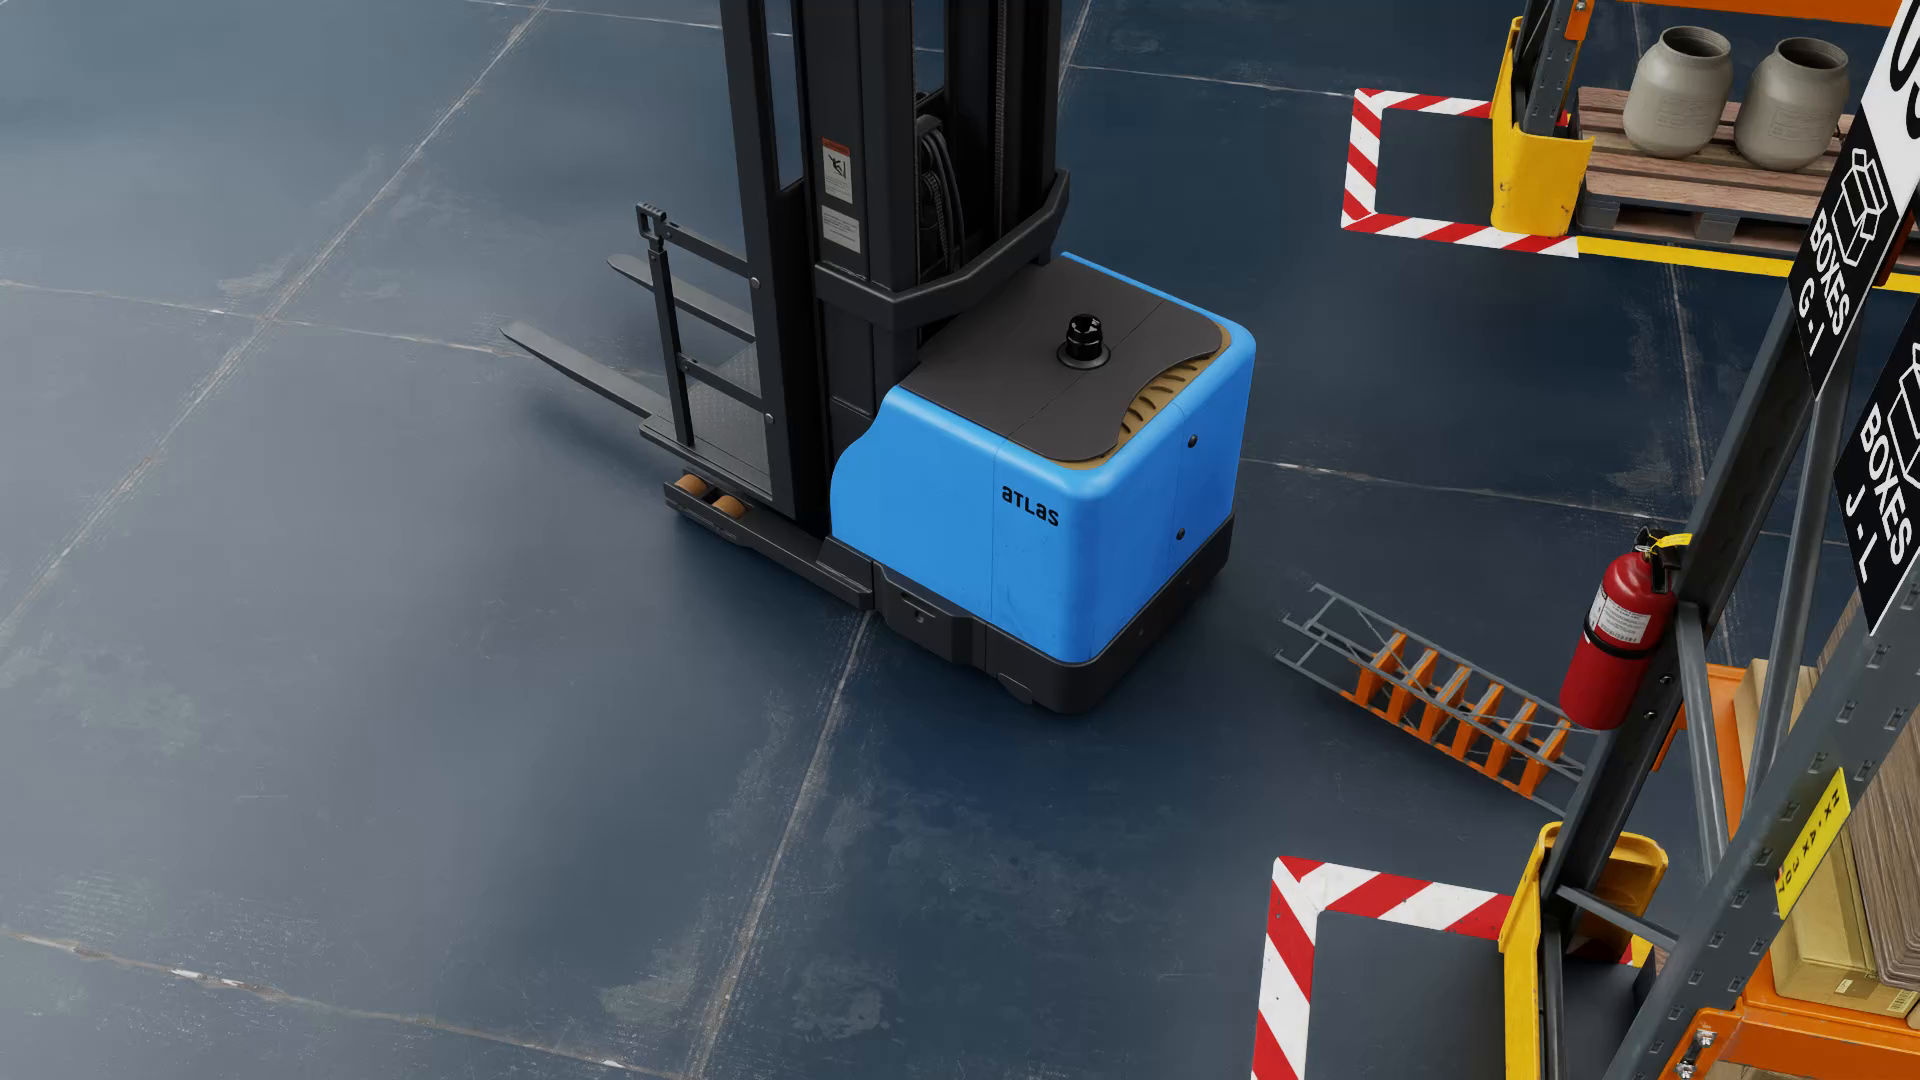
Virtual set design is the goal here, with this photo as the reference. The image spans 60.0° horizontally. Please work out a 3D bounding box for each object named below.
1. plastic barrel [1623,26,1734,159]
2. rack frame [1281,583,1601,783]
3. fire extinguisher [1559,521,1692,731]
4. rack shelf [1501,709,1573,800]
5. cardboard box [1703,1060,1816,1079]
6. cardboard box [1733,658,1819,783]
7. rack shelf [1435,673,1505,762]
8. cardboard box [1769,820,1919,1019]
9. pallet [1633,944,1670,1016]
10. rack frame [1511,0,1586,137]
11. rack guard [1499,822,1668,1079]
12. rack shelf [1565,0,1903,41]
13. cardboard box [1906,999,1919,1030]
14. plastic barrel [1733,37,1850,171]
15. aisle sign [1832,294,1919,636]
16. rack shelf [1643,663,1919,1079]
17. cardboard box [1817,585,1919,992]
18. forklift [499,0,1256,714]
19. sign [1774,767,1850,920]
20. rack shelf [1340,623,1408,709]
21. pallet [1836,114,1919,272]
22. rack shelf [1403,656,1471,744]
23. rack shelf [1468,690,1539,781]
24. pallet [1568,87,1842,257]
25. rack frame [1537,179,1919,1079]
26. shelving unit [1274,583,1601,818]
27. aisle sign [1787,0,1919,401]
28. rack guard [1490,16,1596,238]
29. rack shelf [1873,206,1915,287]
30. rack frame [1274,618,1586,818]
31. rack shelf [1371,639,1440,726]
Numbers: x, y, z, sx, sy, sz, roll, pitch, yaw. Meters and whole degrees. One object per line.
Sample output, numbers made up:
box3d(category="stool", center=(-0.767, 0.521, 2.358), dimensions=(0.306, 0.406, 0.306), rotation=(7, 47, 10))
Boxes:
box3d(category="plastic barrel", center=(3.347, -2.082, 7.741), dimensions=(0.421, 0.512, 0.421), rotation=(0, 44, 0))
box3d(category="rack frame", center=(1.637, 0.481, 5.477), dimensions=(1.200, 0.006, 0.240), rotation=(30, 51, 27))
box3d(category="fire extinguisher", center=(1.595, 0.176, 3.960), dimensions=(0.183, 0.674, 0.296), rotation=(9, 45, 9))
box3d(category="rack shelf", center=(1.881, 0.686, 5.398), dimensions=(0.103, 0.180, 0.258), rotation=(30, 51, 27))
box3d(category="cardboard box", center=(2.212, 1.333, 4.202), dimensions=(0.500, 0.500, 0.500), rotation=(17, 46, 17))
box3d(category="cardboard box", center=(1.929, 0.471, 3.778), dimensions=(0.250, 0.149, 0.380), rotation=(9, 45, 9))
box3d(category="rack shelf", center=(1.695, 0.580, 5.507), dimensions=(0.103, 0.180, 0.258), rotation=(30, 51, 27))
box3d(category="cardboard box", center=(1.832, 0.772, 3.466), dimensions=(0.250, 0.149, 0.380), rotation=(9, 45, 9))
box3d(category="pallet", center=(2.465, 1.640, 4.393), dimensions=(1.213, 0.211, 1.003), rotation=(9, 45, 9))
box3d(category="rack frame", center=(2.688, -2.875, 7.073), dimensions=(0.127, 3.000, 1.000), rotation=(9, 45, 9))
box3d(category="rack guard", center=(1.680, 1.389, 4.446), dimensions=(0.348, 0.500, 1.175), rotation=(9, 45, 9))
box3d(category="rack shelf", center=(4.639, -2.313, 7.008), dimensions=(4.000, 0.370, 1.077), rotation=(9, 45, 9))
box3d(category="cardboard box", center=(2.072, 0.823, 3.413), dimensions=(0.250, 0.149, 0.380), rotation=(9, 45, 9))
box3d(category="plastic barrel", center=(3.836, -2.006, 7.662), dimensions=(0.421, 0.512, 0.421), rotation=(0, 44, 0))
box3d(category="aisle sign", center=(1.480, -0.266, 2.488), dimensions=(0.004, 0.787, 0.394), rotation=(9, 45, 9))
box3d(category="rack shelf", center=(3.558, 1.039, 3.526), dimensions=(4.000, 0.370, 1.077), rotation=(9, 45, 9))
box3d(category="cardboard box", center=(2.137, 0.436, 3.347), dimensions=(0.500, 0.500, 0.875), rotation=(9, 45, 9))
box3d(category="forklift", center=(-0.496, -1.319, 5.507), dimensions=(3.031, 2.935, 1.130), rotation=(28, 50, 26))
box3d(category="sign", center=(1.488, 0.533, 2.909), dimensions=(0.005, 0.325, 0.100), rotation=(9, 45, 9))
box3d(category="rack shelf", center=(1.417, 0.421, 5.669), dimensions=(0.103, 0.180, 0.258), rotation=(30, 51, 27))
box3d(category="pallet", center=(4.751, -1.577, 7.737), dimensions=(1.213, 0.211, 1.003), rotation=(9, 45, 9))
box3d(category="rack shelf", center=(1.602, 0.527, 5.561), dimensions=(0.103, 0.180, 0.258), rotation=(30, 51, 27))
box3d(category="rack shelf", center=(1.788, 0.633, 5.452), dimensions=(0.103, 0.180, 0.258), rotation=(30, 51, 27))
box3d(category="pallet", center=(3.564, -1.764, 7.930), dimensions=(1.213, 0.211, 1.003), rotation=(9, 45, 9))
box3d(category="rack frame", center=(1.606, 0.477, 3.591), dimensions=(0.127, 3.000, 1.000), rotation=(9, 45, 9))
box3d(category="shelving unit", center=(1.637, 0.547, 5.541), dimensions=(1.200, 0.189, 0.258), rotation=(30, 51, 27))
box3d(category="aisle sign", center=(1.611, -0.672, 2.910), dimensions=(0.004, 0.787, 0.394), rotation=(9, 45, 9))
box3d(category="rack guard", center=(2.772, -1.994, 7.961), dimensions=(0.348, 0.500, 1.175), rotation=(9, 45, 9))
box3d(category="rack shelf", center=(3.558, -0.041, 2.486), dimensions=(4.000, 0.370, 1.077), rotation=(9, 45, 9))
box3d(category="rack frame", center=(1.636, 0.612, 5.604), dimensions=(1.200, 0.006, 0.240), rotation=(30, 51, 27))
box3d(category="rack shelf", center=(1.509, 0.474, 5.615), dimensions=(0.103, 0.180, 0.258), rotation=(30, 51, 27))
